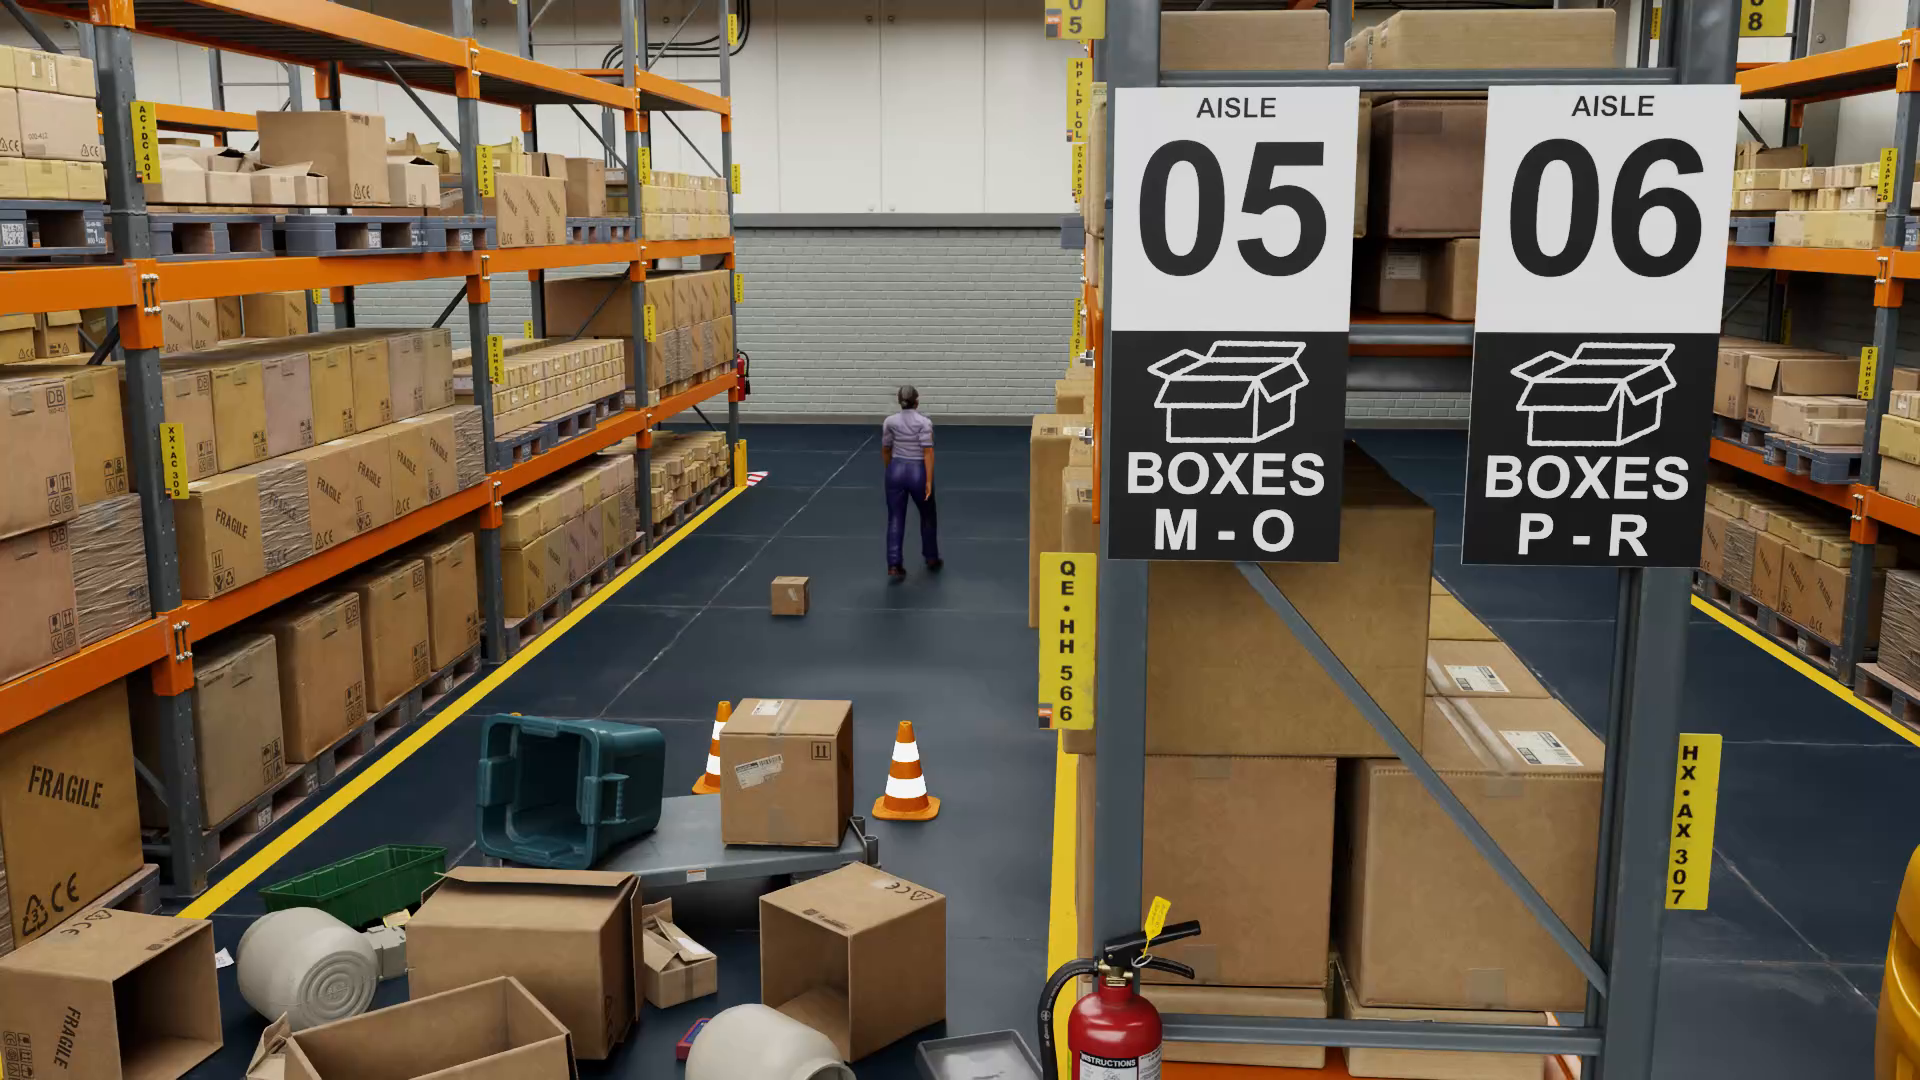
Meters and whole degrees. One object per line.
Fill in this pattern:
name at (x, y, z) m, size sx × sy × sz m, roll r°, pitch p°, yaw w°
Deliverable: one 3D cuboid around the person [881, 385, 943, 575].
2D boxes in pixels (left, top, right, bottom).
person at (-0.424, -0.516, 14.199) m, size 0.492 × 1.624 × 0.906 m, roll 2°, pitch 11°, yaw 10°
